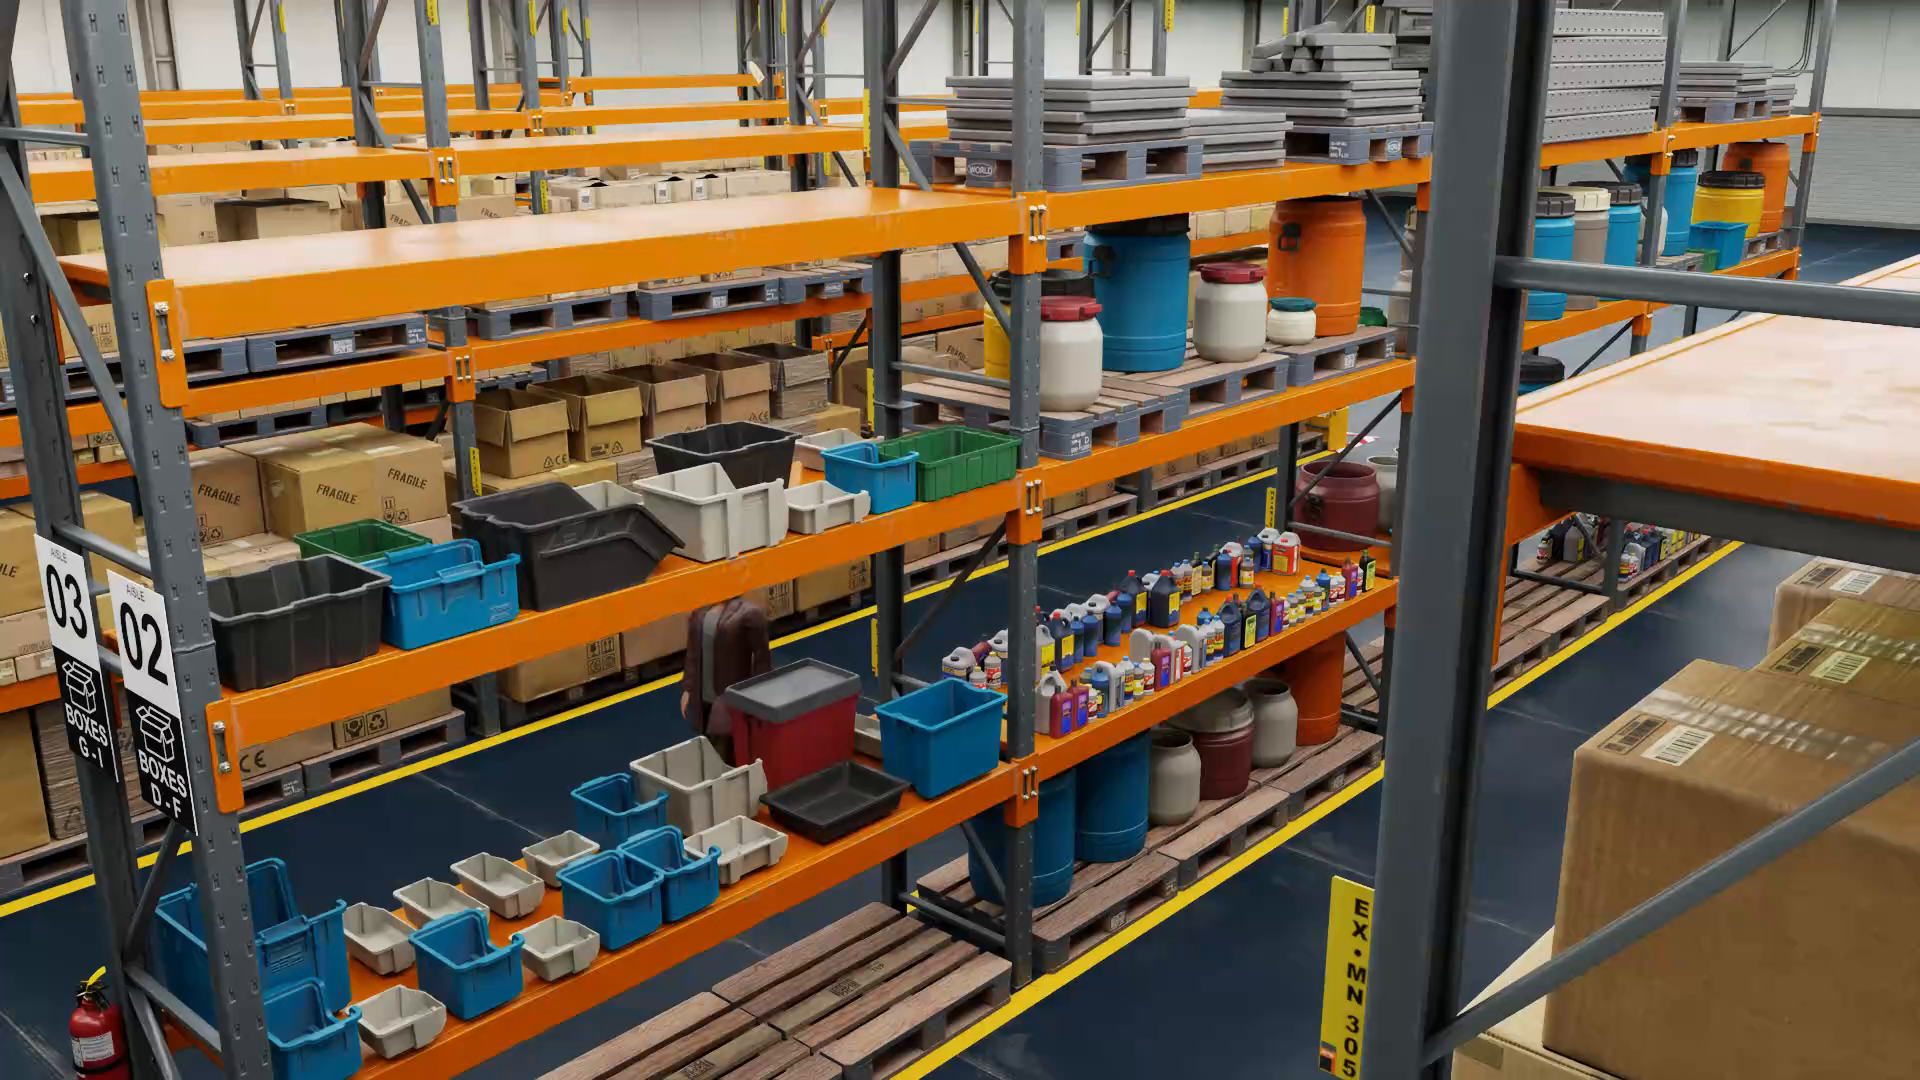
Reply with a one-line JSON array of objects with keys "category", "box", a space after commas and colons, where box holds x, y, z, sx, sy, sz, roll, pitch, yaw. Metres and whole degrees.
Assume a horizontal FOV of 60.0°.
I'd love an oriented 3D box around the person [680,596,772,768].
[{"category": "person", "box": [-1.476, 0.986, 10.240, 0.570, 1.796, 0.477, 12, 20, 35]}]
